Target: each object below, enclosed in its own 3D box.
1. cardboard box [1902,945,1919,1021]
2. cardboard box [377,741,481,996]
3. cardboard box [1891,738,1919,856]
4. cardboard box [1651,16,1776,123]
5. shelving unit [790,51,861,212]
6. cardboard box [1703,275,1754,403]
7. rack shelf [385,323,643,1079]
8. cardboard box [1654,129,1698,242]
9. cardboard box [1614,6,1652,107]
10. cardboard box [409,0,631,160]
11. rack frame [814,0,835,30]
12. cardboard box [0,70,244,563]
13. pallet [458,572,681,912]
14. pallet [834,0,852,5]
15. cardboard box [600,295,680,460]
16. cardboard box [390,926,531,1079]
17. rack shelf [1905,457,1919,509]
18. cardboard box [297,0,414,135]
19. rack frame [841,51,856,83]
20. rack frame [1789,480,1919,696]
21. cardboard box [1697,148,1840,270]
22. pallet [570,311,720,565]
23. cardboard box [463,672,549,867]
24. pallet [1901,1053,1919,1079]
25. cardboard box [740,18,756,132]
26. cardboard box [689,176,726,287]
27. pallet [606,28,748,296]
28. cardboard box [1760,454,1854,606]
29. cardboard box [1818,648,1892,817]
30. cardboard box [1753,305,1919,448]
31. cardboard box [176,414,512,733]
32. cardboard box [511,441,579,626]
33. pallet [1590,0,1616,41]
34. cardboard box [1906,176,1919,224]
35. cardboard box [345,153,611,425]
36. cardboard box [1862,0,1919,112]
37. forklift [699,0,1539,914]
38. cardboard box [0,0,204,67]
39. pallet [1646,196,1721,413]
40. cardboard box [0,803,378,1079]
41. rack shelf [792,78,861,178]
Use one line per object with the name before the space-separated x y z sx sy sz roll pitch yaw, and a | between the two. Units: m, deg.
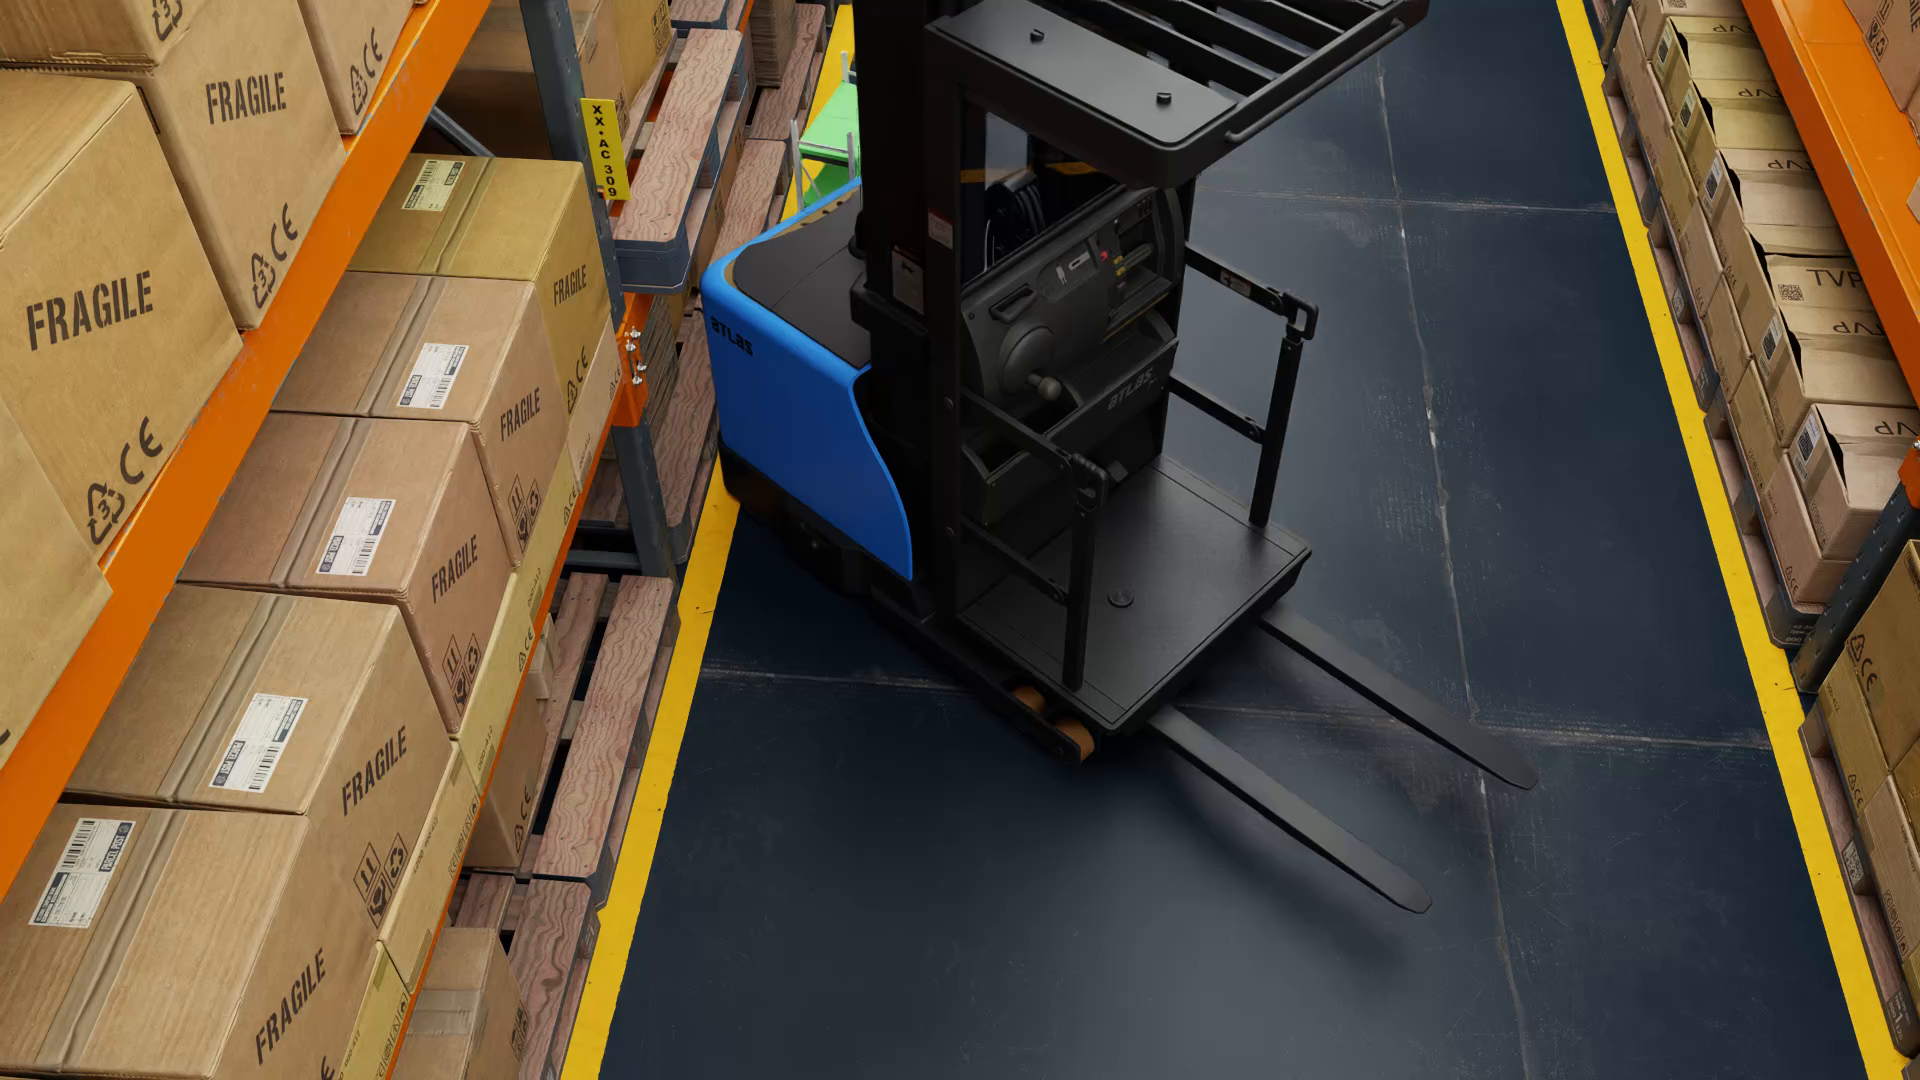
cardboard box | 2.961 1.350 4.561 0.500 0.250 0.500 4 48 4
cardboard box | -1.397 0.697 3.667 0.500 0.250 0.500 4 48 4
cardboard box | 3.015 0.730 4.620 0.500 0.500 0.500 4 48 4
cardboard box | 3.391 -2.081 7.319 0.500 0.311 0.500 3 48 3
shelving unit | -0.417 -1.250 6.580 0.258 1.200 0.503 15 49 13
cardboard box | 3.249 -0.776 6.506 0.500 0.250 0.500 5 48 4
rack shelf | -1.709 0.892 3.889 1.077 0.370 4.000 4 48 4
cardboard box | 3.344 -1.526 7.192 0.500 0.250 0.500 3 48 2
cardboard box | 3.431 -2.278 7.880 0.500 0.250 0.500 4 48 3
cardboard box | -1.447 -1.375 5.109 0.700 0.500 0.500 4 48 4
rack frame | -1.163 -3.760 7.656 1.000 3.000 0.127 4 48 4
cardboard box | -1.457 -0.332 2.407 0.500 0.500 0.500 7 48 6
pallet | -1.553 0.616 5.543 1.003 0.211 1.213 4 48 4
pallet | -1.016 -3.393 9.211 1.003 0.211 1.213 4 48 4
cardboard box | -1.477 -0.668 6.224 0.700 0.500 0.500 5 48 5
cardboard box | -1.570 1.357 4.372 0.700 0.500 0.500 1 48 1
rack shelf | 3.224 1.222 3.587 1.077 0.370 4.000 4 48 4
cardboard box | -1.386 -1.115 3.123 0.500 0.500 0.500 0 48 0
rack frame | -0.336 -1.420 6.736 0.240 1.200 0.015 15 49 13
rack frame | 3.406 -0.490 4.666 1.000 3.000 0.127 4 48 4
cardboard box | 3.296 -1.329 6.631 0.500 0.311 0.500 3 48 3
pallet | -1.458 -0.452 6.520 1.003 0.211 1.213 4 48 4
cardboard box | -1.582 0.640 5.028 0.500 0.500 0.500 1 48 1
pallet | 3.184 1.931 4.341 1.003 0.211 1.213 4 48 4
cardboard box | -1.339 -2.162 7.590 0.700 0.500 0.500 4 48 3
cardboard box | -1.393 -1.423 6.915 0.700 0.500 0.500 4 48 4
pallet | -1.313 -1.308 5.543 1.003 0.211 1.213 4 48 4
cardboard box | 3.155 -0.028 5.822 0.500 0.250 0.500 3 48 3
cardboard box | 3.062 0.616 5.232 0.500 0.250 0.500 4 48 4
cardboard box | 3.199 -0.593 5.958 0.500 0.311 0.500 5 48 5
cardboard box | -1.359 0.075 3.729 0.500 0.500 0.500 3 48 2
cardboard box | -1.322 -0.043 4.345 0.500 0.250 0.500 4 48 4
pallet | 3.877 -3.035 8.883 1.003 0.211 1.213 4 48 4
cardboard box | 3.304 -1.103 5.318 0.396 0.266 0.258 3 48 3
cardboard box | -1.262 -0.662 4.402 0.500 0.500 0.500 4 48 3
cardboard box | 3.586 -1.843 5.835 0.500 0.500 0.500 4 48 4
forklift | 0.508 -0.678 4.884 3.031 2.935 1.130 35 57 28
cardboard box | -1.379 -1.037 2.374 0.500 0.500 0.500 2 48 2
pallet | 3.543 -0.992 7.014 1.003 0.211 1.213 4 48 4
cardboard box | -1.440 0.837 3.032 0.500 0.500 0.500 2 48 2
rack shelf | -0.417 -1.531 6.273 0.258 0.148 0.480 15 49 13
